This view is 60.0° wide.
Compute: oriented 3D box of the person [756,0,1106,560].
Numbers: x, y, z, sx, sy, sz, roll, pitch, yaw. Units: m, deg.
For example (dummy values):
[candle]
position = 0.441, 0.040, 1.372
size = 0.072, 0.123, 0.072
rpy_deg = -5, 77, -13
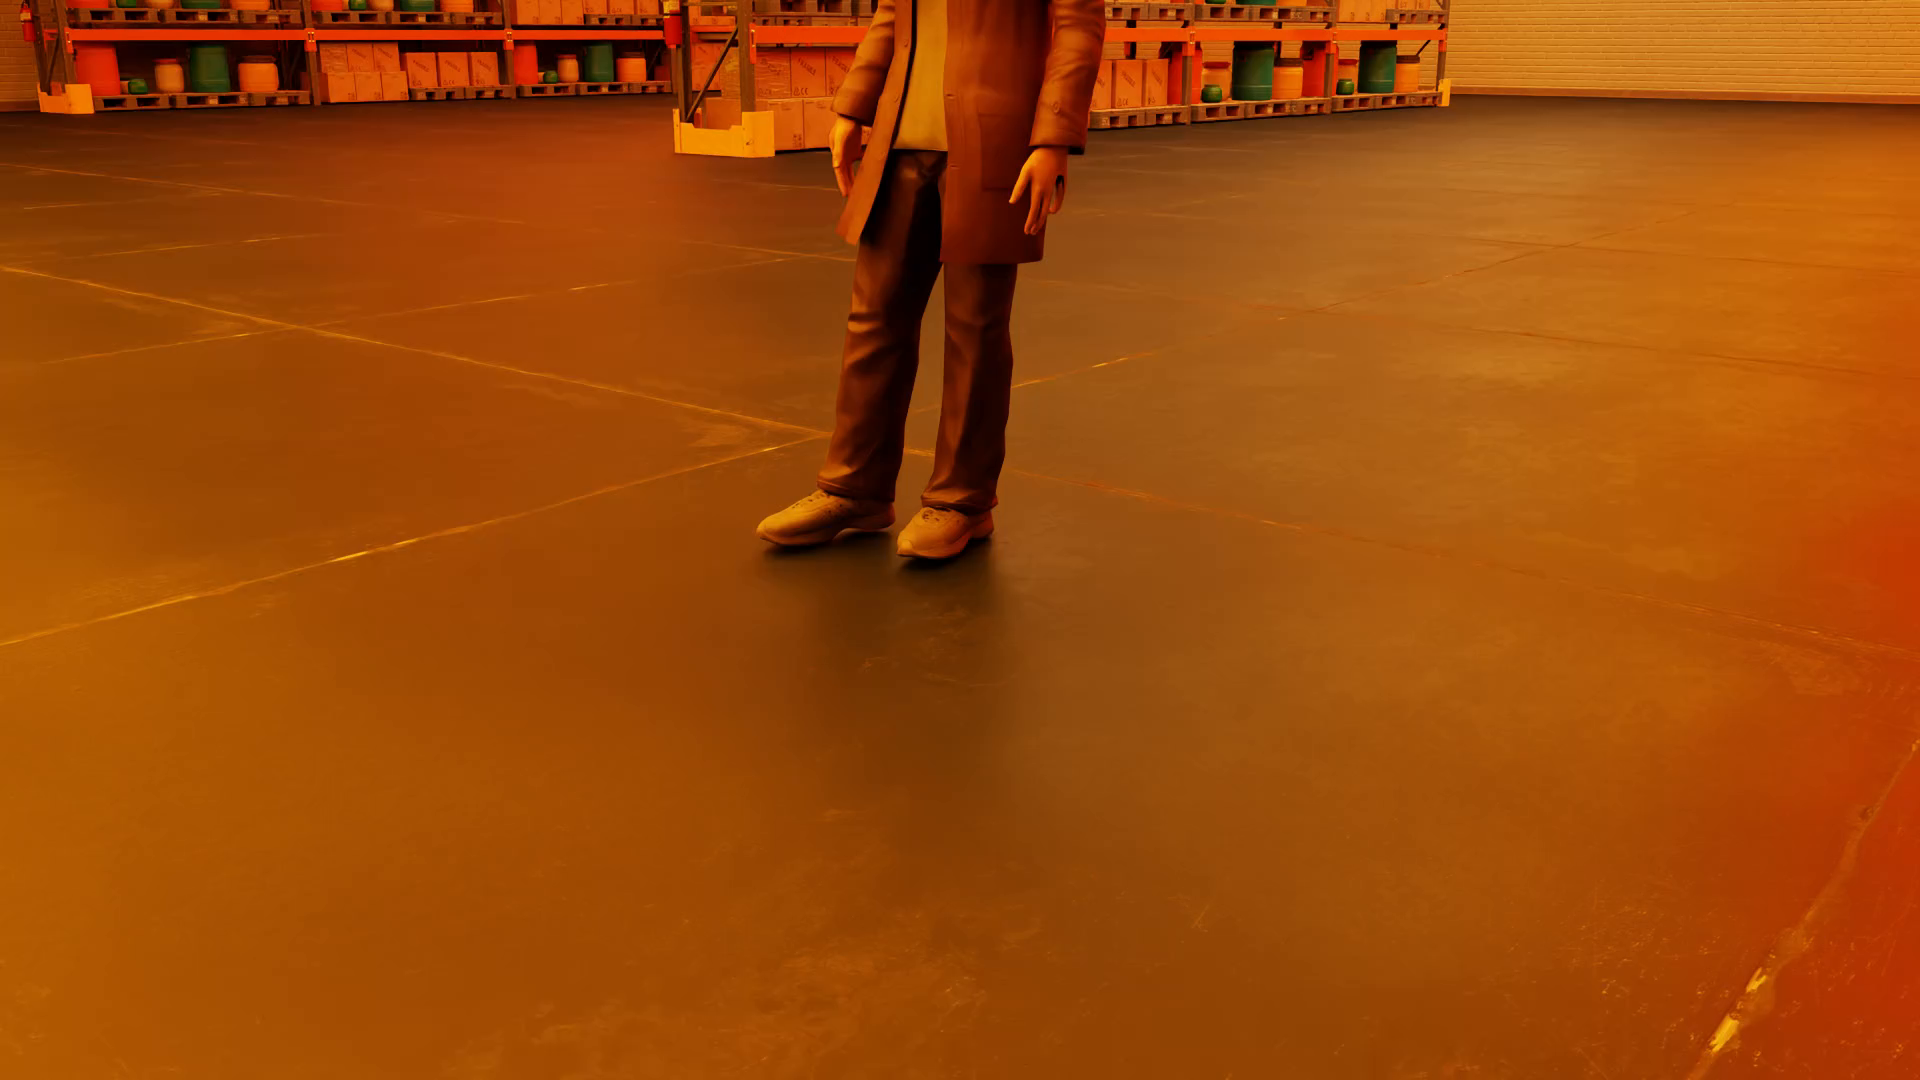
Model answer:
[person]
position = -0.061, -0.838, 3.616
size = 0.698, 1.778, 0.579
rpy_deg = 13, 21, 37
